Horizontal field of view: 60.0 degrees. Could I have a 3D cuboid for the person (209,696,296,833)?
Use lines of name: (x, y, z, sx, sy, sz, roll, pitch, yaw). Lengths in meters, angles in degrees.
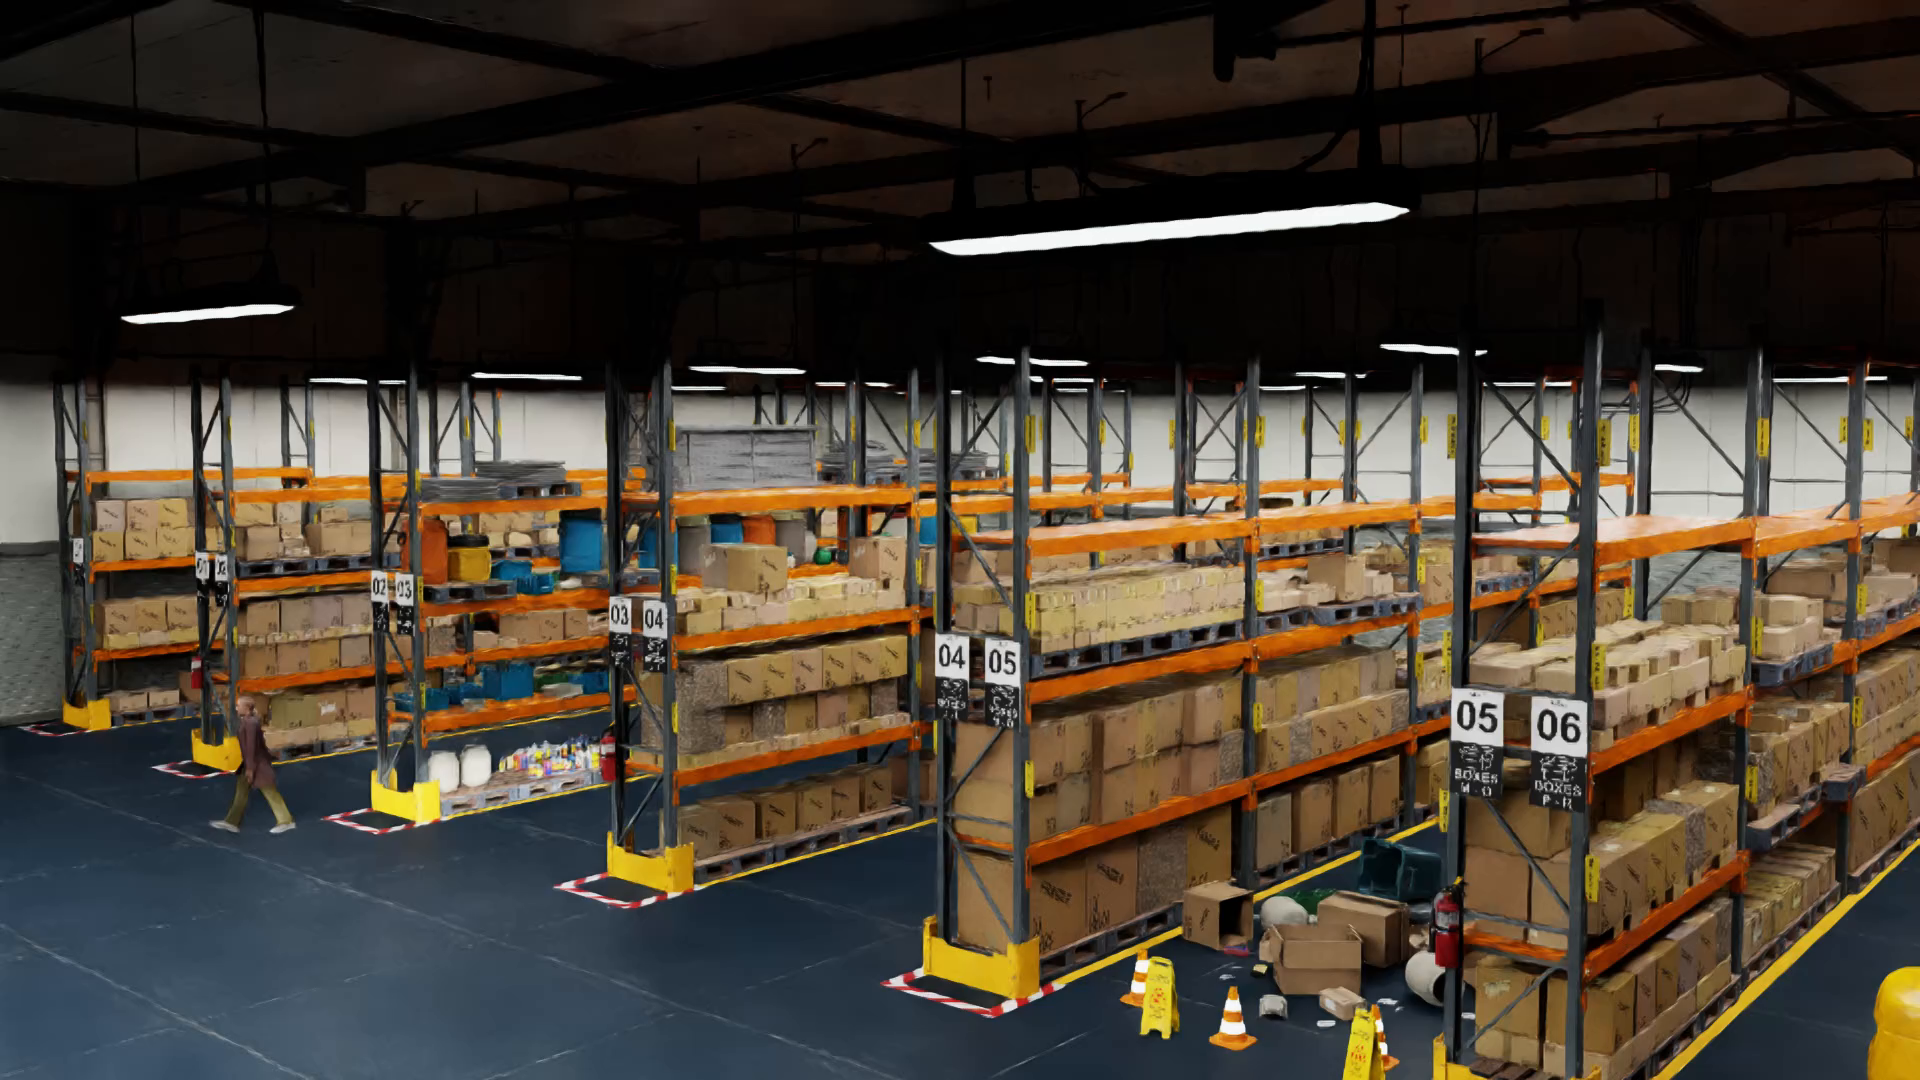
person: (-8.841, 2.799, 20.730, 1.000, 1.738, 0.627, -2, 4, -23)
